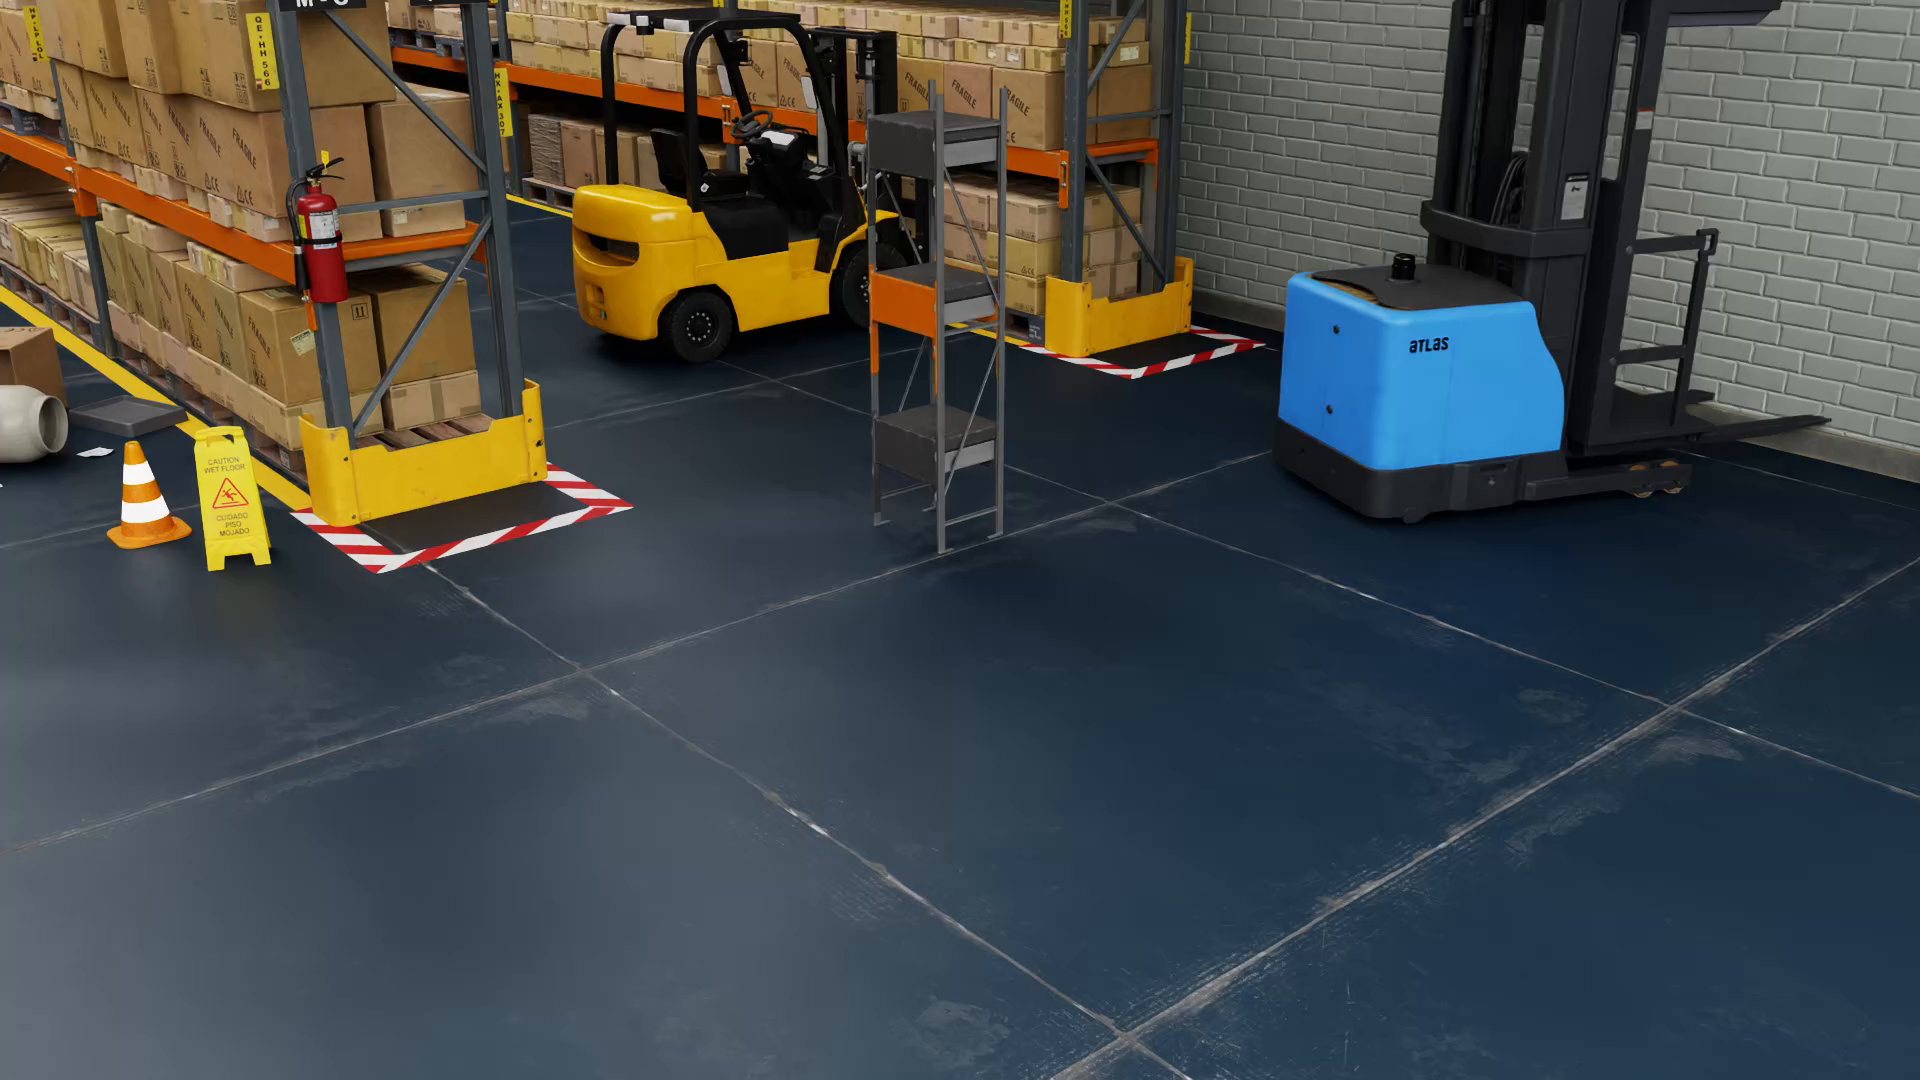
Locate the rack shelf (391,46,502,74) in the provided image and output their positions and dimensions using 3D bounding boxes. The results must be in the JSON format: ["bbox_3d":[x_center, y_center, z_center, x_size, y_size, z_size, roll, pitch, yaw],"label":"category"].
[{"bbox_3d":[-5.440,-5.226,18.200,1.077,0.370,4.000,-17,27,-37],"label":"rack shelf"}]

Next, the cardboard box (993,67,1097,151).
[{"bbox_3d":[0.568,-2.918,11.184,0.500,0.500,0.500,-18,28,-39],"label":"cardboard box"}]

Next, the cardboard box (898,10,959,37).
[{"bbox_3d":[-0.215,-3.663,11.788,0.380,0.149,0.250,-17,27,-36],"label":"cardboard box"}]

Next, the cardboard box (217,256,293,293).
[{"bbox_3d":[-3.681,-1.427,8.790,0.380,0.149,0.250,-16,27,-36],"label":"cardboard box"}]

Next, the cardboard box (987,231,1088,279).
[{"bbox_3d":[0.533,-2.006,11.502,0.500,0.250,0.500,-18,28,-38],"label":"cardboard box"}]

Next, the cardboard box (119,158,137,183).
[{"bbox_3d":[-4.783,-2.240,9.935,0.380,0.149,0.250,-16,27,-36],"label":"cardboard box"}]

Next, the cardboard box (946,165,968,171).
[{"bbox_3d":[-0.059,-2.778,12.787,0.500,0.250,0.500,-18,28,-38],"label":"cardboard box"}]

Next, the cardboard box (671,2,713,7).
[{"bbox_3d":[-2.382,-4.765,15.010,0.380,0.149,0.250,-18,27,-38],"label":"cardboard box"}]

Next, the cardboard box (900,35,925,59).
[{"bbox_3d":[-0.206,-3.524,11.843,0.380,0.149,0.250,-17,27,-37],"label":"cardboard box"}]

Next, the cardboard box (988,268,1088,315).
[{"bbox_3d":[0.542,-1.768,11.579,0.500,0.250,0.500,-17,27,-37],"label":"cardboard box"}]

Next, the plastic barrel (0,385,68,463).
[{"bbox_3d":[-5.165,-0.626,9.002,0.512,0.421,0.421,0,21,-1],"label":"plastic barrel"}]

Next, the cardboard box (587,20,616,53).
[{"bbox_3d":[-3.023,-4.568,15.054,0.500,0.250,0.500,-17,27,-37],"label":"cardboard box"}]

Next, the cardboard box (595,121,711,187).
[{"bbox_3d":[-2.865,-3.558,15.635,0.875,0.625,0.625,-19,28,-40],"label":"cardboard box"}]

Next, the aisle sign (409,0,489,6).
[{"bbox_3d":[-2.395,-2.883,7.666,0.394,0.787,0.004,-17,27,-37],"label":"aisle sign"}]

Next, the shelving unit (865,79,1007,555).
[{"bbox_3d":[-0.108,-1.023,7.718,0.431,2.100,0.503,-17,27,-37],"label":"shelving unit"}]

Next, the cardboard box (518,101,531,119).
[{"bbox_3d":[-4.648,-4.418,17.114,0.380,0.149,0.250,-19,28,-40],"label":"cardboard box"}]

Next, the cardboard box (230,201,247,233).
[{"bbox_3d":[-3.477,-1.670,8.480,0.380,0.149,0.250,-18,28,-38],"label":"cardboard box"}]

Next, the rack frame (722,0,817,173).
[{"bbox_3d":[-1.523,-3.903,13.837,1.000,3.000,0.127,-17,27,-37],"label":"rack frame"}]

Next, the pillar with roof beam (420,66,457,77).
[{"bbox_3d":[-9.778,-8.289,16.808,9.100,9.000,0.400,-17,27,-37],"label":"pillar with roof beam"}]

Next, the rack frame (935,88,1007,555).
[{"bbox_3d":[0.051,-0.956,7.546,0.400,2.100,0.015,-17,27,-37],"label":"rack frame"}]

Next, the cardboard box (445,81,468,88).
[{"bbox_3d":[-5.619,-5.124,18.916,0.380,0.149,0.250,-17,27,-36],"label":"cardboard box"}]

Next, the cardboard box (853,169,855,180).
[{"bbox_3d":[-0.449,-2.650,12.461,0.500,0.250,0.500,-18,28,-38],"label":"cardboard box"}]

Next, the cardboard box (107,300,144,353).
[{"bbox_3d":[-5.100,-1.409,10.662,0.500,0.250,0.500,-19,28,-40],"label":"cardboard box"}]

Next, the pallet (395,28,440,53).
[{"bbox_3d":[-5.407,-5.455,18.062,1.003,0.211,1.213,-17,27,-37],"label":"pallet"}]

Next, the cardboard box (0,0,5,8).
[{"bbox_3d":[-6.410,-3.734,11.395,0.380,0.149,0.250,-19,28,-40],"label":"cardboard box"}]

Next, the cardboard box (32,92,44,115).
[{"bbox_3d":[-5.985,-2.953,11.178,0.380,0.149,0.250,-18,28,-39],"label":"cardboard box"}]

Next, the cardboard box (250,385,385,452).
[{"bbox_3d":[-3.417,-0.697,8.844,0.500,0.250,0.500,-18,27,-38],"label":"cardboard box"}]

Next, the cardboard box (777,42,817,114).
[{"bbox_3d":[-1.079,-3.625,12.989,0.500,0.500,0.500,-17,27,-37],"label":"cardboard box"}]

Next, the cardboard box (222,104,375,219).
[{"bbox_3d":[-3.233,-1.885,8.138,0.500,0.500,0.500,-18,28,-38],"label":"cardboard box"}]

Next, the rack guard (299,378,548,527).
[{"bbox_3d":[-2.720,-0.473,8.505,1.175,0.500,0.348,-17,27,-37],"label":"rack guard"}]

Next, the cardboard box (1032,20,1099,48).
[{"bbox_3d":[0.694,-3.334,10.949,0.380,0.149,0.250,-17,27,-37],"label":"cardboard box"}]

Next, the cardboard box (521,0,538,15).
[{"bbox_3d":[-3.974,-5.125,15.930,0.380,0.149,0.250,-17,27,-36],"label":"cardboard box"}]

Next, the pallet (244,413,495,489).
[{"bbox_3d":[-3.223,-0.571,9.152,1.003,0.211,1.213,-17,27,-37],"label":"pallet"}]

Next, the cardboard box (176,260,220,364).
[{"bbox_3d":[-4.058,-1.324,9.417,0.500,0.500,0.500,-18,28,-39],"label":"cardboard box"}]

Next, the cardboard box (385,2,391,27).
[{"bbox_3d":[-6.129,-5.771,18.214,0.396,0.266,0.258,-16,26,-35],"label":"cardboard box"}]

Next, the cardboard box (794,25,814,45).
[{"bbox_3d":[-1.048,-3.879,12.748,0.380,0.149,0.250,-17,27,-36],"label":"cardboard box"}]

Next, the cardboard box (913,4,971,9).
[{"bbox_3d":[-0.133,-3.935,12.484,0.380,0.149,0.250,-16,27,-36],"label":"cardboard box"}]

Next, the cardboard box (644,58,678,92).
[{"bbox_3d":[-2.383,-4.048,14.412,0.500,0.250,0.500,-18,27,-38],"label":"cardboard box"}]

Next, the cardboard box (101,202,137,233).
[{"bbox_3d":[-5.064,-2.011,10.282,0.380,0.149,0.250,-17,27,-37],"label":"cardboard box"}]

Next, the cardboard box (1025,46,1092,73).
[{"bbox_3d":[0.649,-3.176,10.953,0.380,0.149,0.250,-17,27,-37],"label":"cardboard box"}]

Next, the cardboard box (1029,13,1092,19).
[{"bbox_3d":[0.702,-3.579,11.574,0.380,0.149,0.250,-17,27,-36],"label":"cardboard box"}]

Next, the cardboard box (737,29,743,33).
[{"bbox_3d":[-1.914,-4.293,13.806,0.380,0.149,0.250,-16,27,-36],"label":"cardboard box"}]

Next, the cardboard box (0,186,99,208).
[{"bbox_3d":[-7.531,-2.639,13.637,0.950,0.372,0.625,-20,29,-41],"label":"cardboard box"}]

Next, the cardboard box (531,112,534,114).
[{"bbox_3d":[-4.502,-4.363,17.863,0.500,0.500,0.500,-17,27,-37],"label":"cardboard box"}]

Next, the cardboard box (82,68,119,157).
[{"bbox_3d":[-4.860,-2.585,9.925,0.500,0.500,0.500,-18,27,-38],"label":"cardboard box"}]

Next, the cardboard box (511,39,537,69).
[{"bbox_3d":[-4.030,-4.758,16.224,0.500,0.250,0.500,-17,27,-37],"label":"cardboard box"}]

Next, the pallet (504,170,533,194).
[{"bbox_3d":[-4.593,-3.925,17.716,1.003,0.211,1.213,-17,27,-37],"label":"pallet"}]

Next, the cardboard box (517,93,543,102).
[{"bbox_3d":[-4.614,-4.690,17.807,0.380,0.149,0.250,-17,27,-37],"label":"cardboard box"}]

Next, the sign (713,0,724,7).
[{"bbox_3d":[-1.928,-4.274,13.303,0.100,0.325,0.005,-17,27,-37],"label":"sign"}]

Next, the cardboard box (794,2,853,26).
[{"bbox_3d":[-1.037,-4.017,12.693,0.380,0.149,0.250,-17,27,-36],"label":"cardboard box"}]

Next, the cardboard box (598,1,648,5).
[{"bbox_3d":[-3.056,-4.796,15.089,0.380,0.149,0.250,-17,27,-37],"label":"cardboard box"}]

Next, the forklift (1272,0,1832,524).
[{"bbox_3d":[3.243,-1.754,8.443,3.031,2.935,1.130,-7,23,-18],"label":"forklift"}]

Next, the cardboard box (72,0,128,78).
[{"bbox_3d":[-4.534,-2.907,9.376,0.700,0.500,0.500,-18,28,-39],"label":"cardboard box"}]

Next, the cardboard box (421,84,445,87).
[{"bbox_3d":[-5.973,-5.008,18.619,0.380,0.149,0.250,-18,27,-38],"label":"cardboard box"}]
